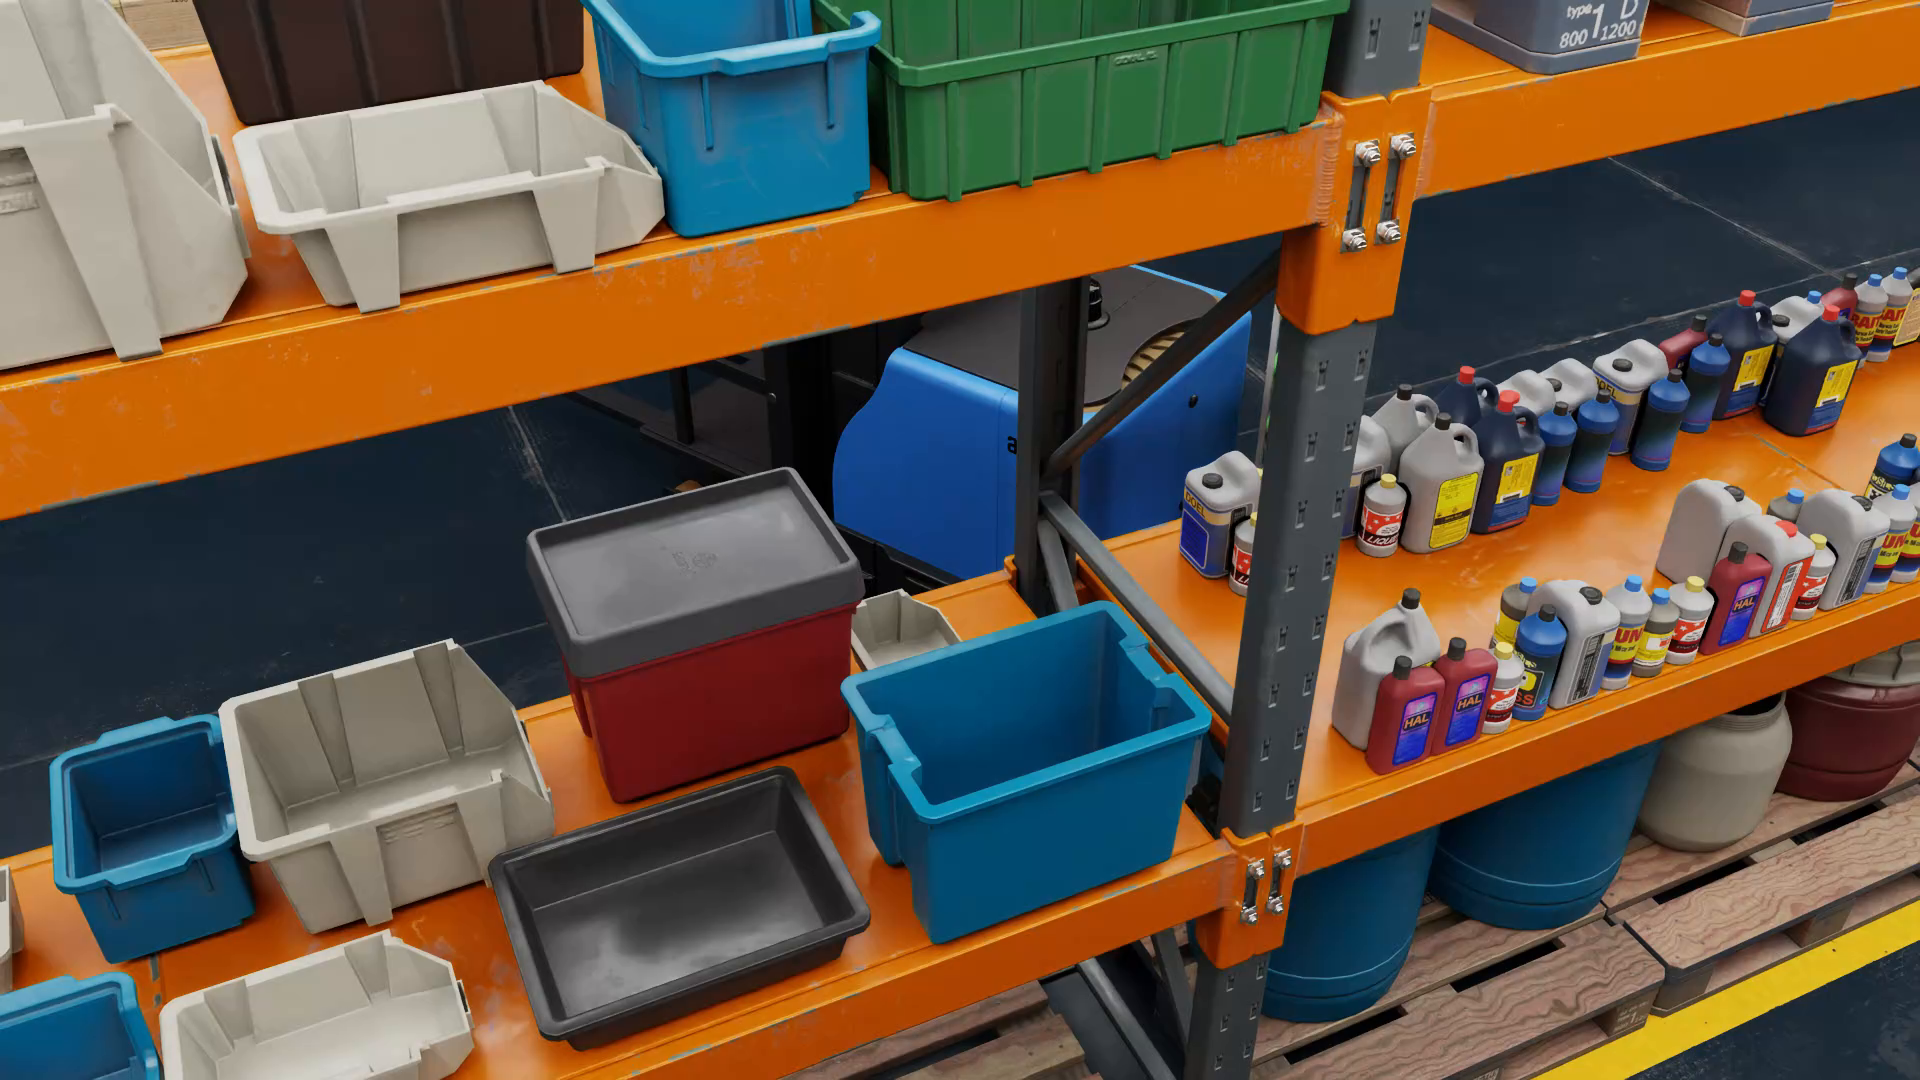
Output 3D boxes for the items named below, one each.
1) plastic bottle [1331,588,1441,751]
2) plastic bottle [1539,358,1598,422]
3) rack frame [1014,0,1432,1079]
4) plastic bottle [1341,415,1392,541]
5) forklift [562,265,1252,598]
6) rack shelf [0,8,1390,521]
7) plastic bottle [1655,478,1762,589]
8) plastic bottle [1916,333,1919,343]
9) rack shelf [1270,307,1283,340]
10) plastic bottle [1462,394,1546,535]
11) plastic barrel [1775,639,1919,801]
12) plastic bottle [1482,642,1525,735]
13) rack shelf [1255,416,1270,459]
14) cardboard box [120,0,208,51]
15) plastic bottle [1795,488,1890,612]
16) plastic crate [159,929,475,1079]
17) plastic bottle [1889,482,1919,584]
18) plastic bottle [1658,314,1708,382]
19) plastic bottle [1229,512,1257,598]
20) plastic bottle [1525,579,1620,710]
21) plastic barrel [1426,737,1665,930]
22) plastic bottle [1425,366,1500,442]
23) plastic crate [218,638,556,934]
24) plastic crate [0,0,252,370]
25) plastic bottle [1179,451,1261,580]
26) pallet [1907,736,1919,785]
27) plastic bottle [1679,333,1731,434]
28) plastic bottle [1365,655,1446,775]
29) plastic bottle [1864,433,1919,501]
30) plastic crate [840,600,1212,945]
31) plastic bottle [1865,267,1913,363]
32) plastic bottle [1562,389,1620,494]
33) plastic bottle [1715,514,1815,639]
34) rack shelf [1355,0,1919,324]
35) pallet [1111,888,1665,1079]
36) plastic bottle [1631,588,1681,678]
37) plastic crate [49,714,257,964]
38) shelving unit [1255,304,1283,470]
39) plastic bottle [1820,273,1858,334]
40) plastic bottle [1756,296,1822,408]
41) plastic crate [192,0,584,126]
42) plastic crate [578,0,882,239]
[{"bbox_3d":[0.886,0.253,3.432,0.185,0.351,0.144,-16,39,-20],"label":"plastic bottle"},{"bbox_3d":[1.522,-0.320,4.268,0.135,0.276,0.152,-16,39,-20],"label":"plastic bottle"},{"bbox_3d":[0.393,0.158,3.519,0.127,3.000,1.000,-16,39,-20],"label":"rack frame"},{"bbox_3d":[0.943,-0.159,4.050,0.135,0.276,0.152,-16,39,-20],"label":"plastic bottle"},{"bbox_3d":[-0.504,-1.397,5.673,3.031,2.935,1.130,24,43,28],"label":"forklift"},{"bbox_3d":[-1.417,-0.251,2.157,4.000,0.370,1.077,-16,39,-20],"label":"rack shelf"},{"bbox_3d":[1.747,-0.020,3.863,0.135,0.276,0.152,-16,39,-20],"label":"plastic bottle"},{"bbox_3d":[2.829,-0.674,4.807,0.097,0.201,0.097,0,37,0],"label":"plastic bottle"},{"bbox_3d":[1.254,-0.822,5.652,0.258,0.148,0.480,16,39,20],"label":"rack shelf"},{"bbox_3d":[1.315,-0.200,4.043,0.185,0.351,0.144,-16,39,-20],"label":"plastic bottle"},{"bbox_3d":[2.556,0.364,4.912,0.708,0.588,0.600,-16,39,-20],"label":"plastic barrel"},{"bbox_3d":[1.124,0.302,3.491,0.097,0.201,0.097,0,37,0],"label":"plastic bottle"},{"bbox_3d":[1.254,-0.436,5.938,0.258,0.148,0.480,16,39,20],"label":"rack shelf"},{"bbox_3d":[-2.929,-2.057,6.382,0.500,0.250,0.500,-15,39,-19],"label":"cardboard box"},{"bbox_3d":[2.022,0.003,3.832,0.135,0.276,0.152,-16,39,-20],"label":"plastic bottle"},{"bbox_3d":[-1.056,0.843,2.767,0.466,0.136,0.293,-16,39,-20],"label":"plastic crate"},{"bbox_3d":[2.227,-0.034,3.886,0.097,0.271,0.097,0,37,0],"label":"plastic bottle"},{"bbox_3d":[1.922,-0.465,4.457,0.133,0.283,0.061,-16,39,-20],"label":"plastic bottle"},{"bbox_3d":[0.682,0.026,3.863,0.097,0.201,0.097,0,37,0],"label":"plastic bottle"},{"bbox_3d":[1.305,0.204,3.562,0.135,0.276,0.152,-16,39,-20],"label":"plastic bottle"},{"bbox_3d":[1.534,0.525,4.434,0.708,0.901,0.600,-16,39,-20],"label":"plastic barrel"},{"bbox_3d":[1.253,-0.278,4.148,0.185,0.351,0.144,-16,39,-20],"label":"plastic bottle"},{"bbox_3d":[-1.068,0.469,3.149,0.530,0.282,0.437,-16,39,-20],"label":"plastic crate"},{"bbox_3d":[-1.090,-0.381,1.827,0.530,0.282,0.437,-16,39,-20],"label":"plastic crate"},{"bbox_3d":[0.612,-0.066,3.925,0.135,0.276,0.152,-16,39,-20],"label":"plastic bottle"},{"bbox_3d":[3.318,0.488,5.415,1.213,0.211,1.003,-16,39,-20],"label":"pallet"},{"bbox_3d":[1.971,-0.422,4.409,0.097,0.271,0.097,0,37,0],"label":"plastic bottle"},{"bbox_3d":[0.906,0.342,3.369,0.133,0.283,0.061,-16,39,-20],"label":"plastic bottle"},{"bbox_3d":[2.254,-0.137,4.024,0.097,0.271,0.097,0,37,0],"label":"plastic bottle"},{"bbox_3d":[0.115,0.443,3.098,0.575,0.384,0.392,-16,39,-20],"label":"plastic crate"},{"bbox_3d":[2.620,-0.644,4.708,0.097,0.271,0.097,0,37,0],"label":"plastic bottle"},{"bbox_3d":[1.591,-0.256,4.185,0.097,0.271,0.097,0,37,0],"label":"plastic bottle"},{"bbox_3d":[1.812,0.062,3.753,0.135,0.276,0.152,-16,39,-20],"label":"plastic bottle"},{"bbox_3d":[2.204,-1.264,3.522,4.000,0.370,1.077,-16,39,-20],"label":"rack shelf"},{"bbox_3d":[1.109,1.105,4.583,1.213,0.211,1.003,-16,39,-20],"label":"pallet"},{"bbox_3d":[1.510,0.194,3.637,0.097,0.201,0.097,0,37,0],"label":"plastic bottle"},{"bbox_3d":[-1.478,0.556,3.073,0.300,0.233,0.416,-16,39,-20],"label":"plastic crate"},{"bbox_3d":[1.254,-0.487,5.900,0.258,1.200,0.503,16,39,20],"label":"shelving unit"},{"bbox_3d":[2.420,-0.604,4.645,0.133,0.283,0.061,-16,39,-20],"label":"plastic bottle"},{"bbox_3d":[2.230,-0.518,4.535,0.135,0.276,0.152,-16,39,-20],"label":"plastic bottle"},{"bbox_3d":[-0.848,-0.828,2.440,0.590,0.269,0.497,-16,39,-20],"label":"plastic crate"},{"bbox_3d":[-0.295,-0.577,2.132,0.300,0.233,0.416,-16,39,-20],"label":"plastic crate"}]
